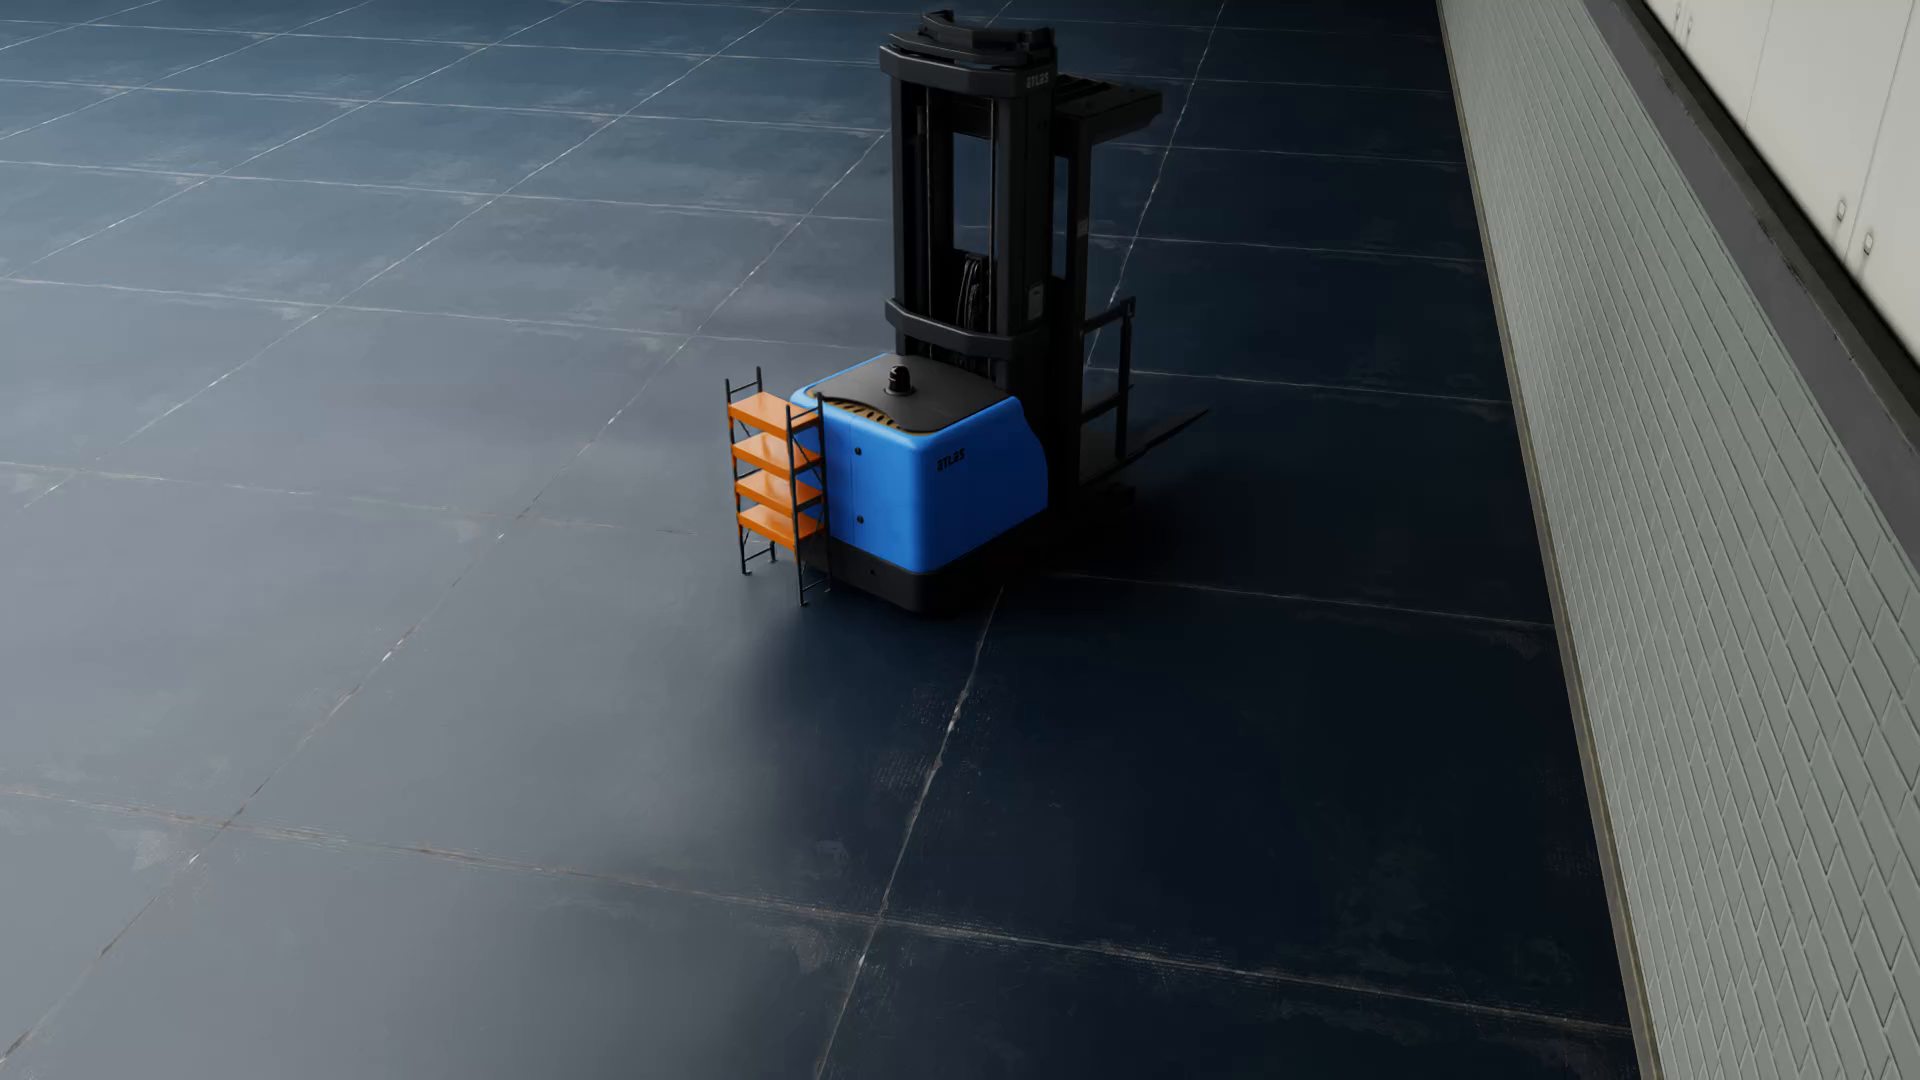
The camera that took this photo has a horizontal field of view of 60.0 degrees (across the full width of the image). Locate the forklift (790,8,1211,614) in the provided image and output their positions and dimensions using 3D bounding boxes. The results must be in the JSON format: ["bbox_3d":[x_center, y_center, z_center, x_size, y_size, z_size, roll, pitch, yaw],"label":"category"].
[{"bbox_3d":[0.405,-1.523,9.479,1.130,2.935,3.031,22,36,35],"label":"forklift"}]

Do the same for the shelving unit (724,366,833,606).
[{"bbox_3d":[-0.976,-0.287,9.021,0.503,1.200,0.258,25,38,37],"label":"shelving unit"}]

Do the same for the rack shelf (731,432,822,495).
[{"bbox_3d":[-0.978,-0.424,8.944,0.480,0.148,0.258,25,38,37],"label":"rack shelf"}]

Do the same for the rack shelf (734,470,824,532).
[{"bbox_3d":[-0.976,-0.229,9.054,0.480,0.148,0.258,25,38,37],"label":"rack shelf"}]

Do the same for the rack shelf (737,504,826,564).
[{"bbox_3d":[-0.973,-0.056,9.151,0.480,0.148,0.258,25,38,37],"label":"rack shelf"}]

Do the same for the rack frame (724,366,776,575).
[{"bbox_3d":[-1.153,-0.368,9.168,0.015,1.200,0.240,25,38,37],"label":"rack frame"}]

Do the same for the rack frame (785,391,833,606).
[{"bbox_3d":[-0.799,-0.207,8.873,0.015,1.200,0.240,25,38,37],"label":"rack frame"}]

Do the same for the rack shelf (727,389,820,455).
[{"bbox_3d":[-0.981,-0.630,8.828,0.480,0.148,0.258,25,38,37],"label":"rack shelf"}]
